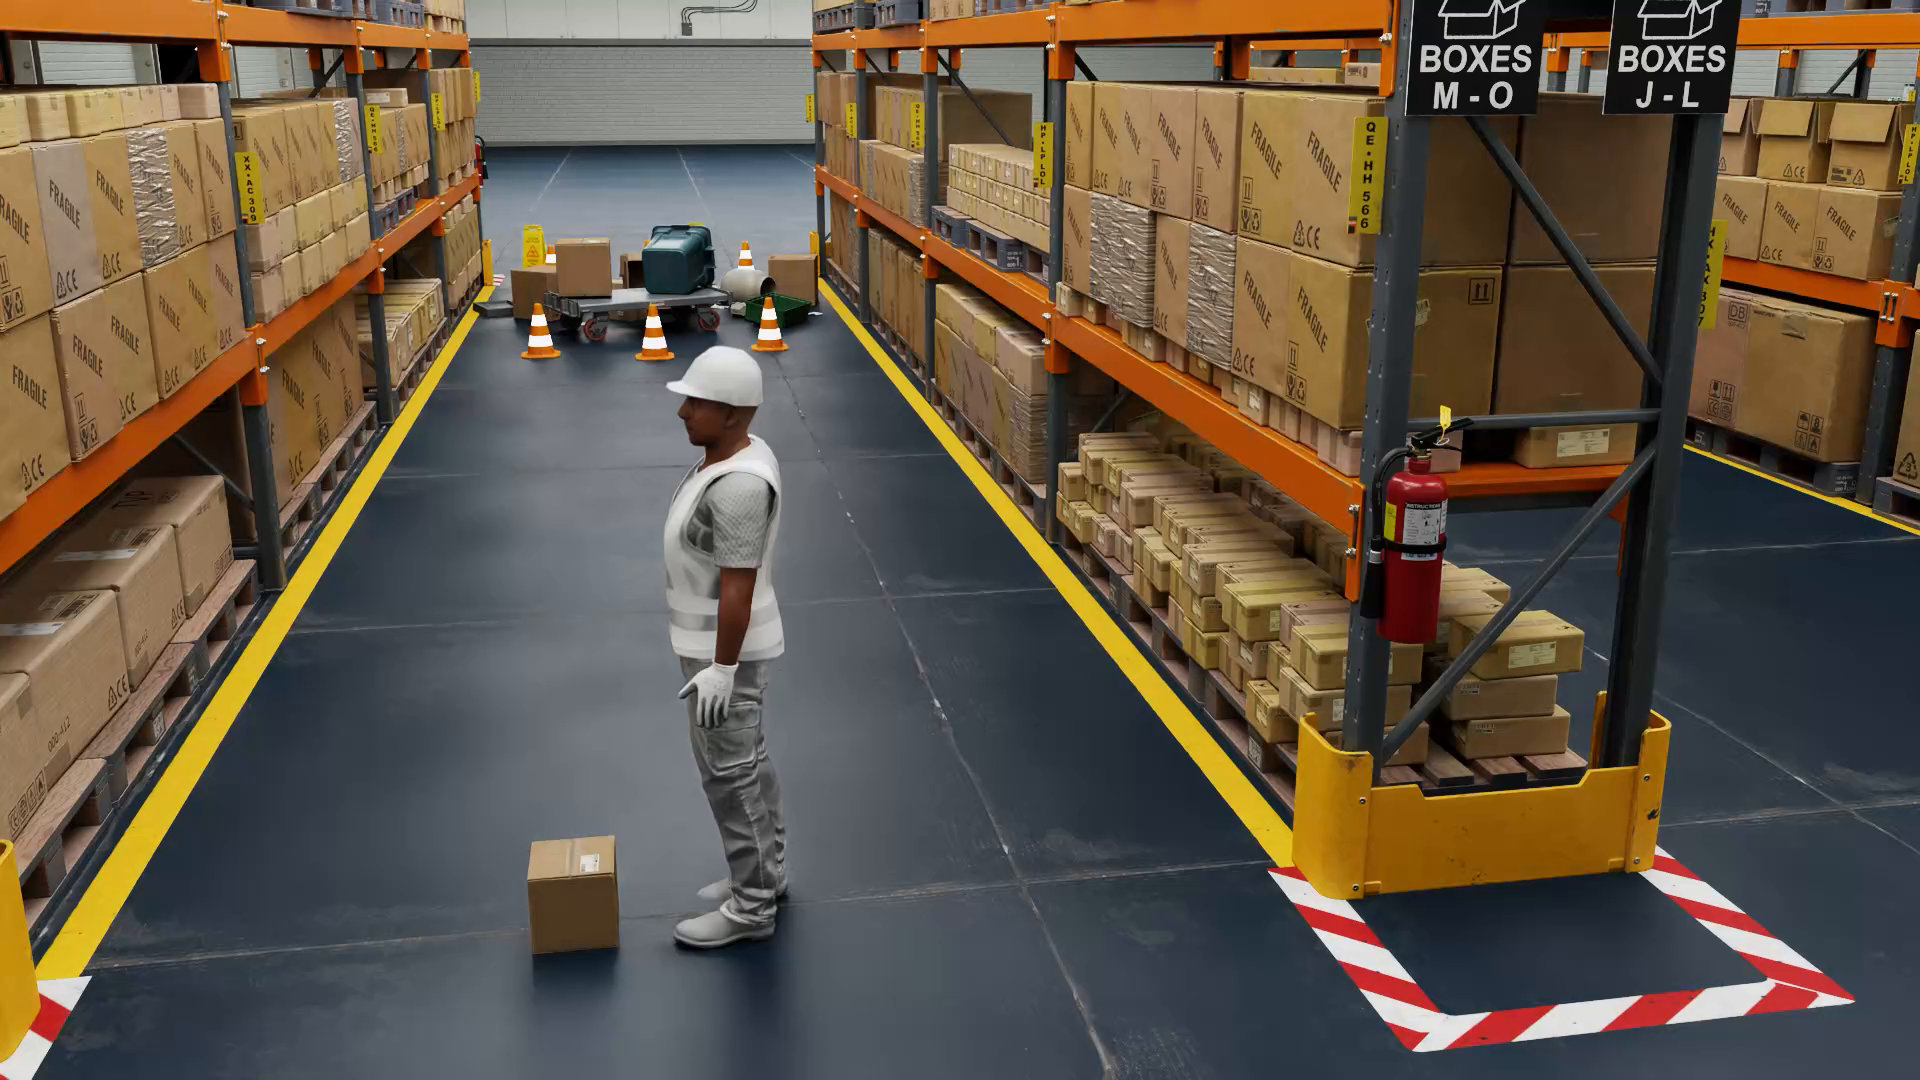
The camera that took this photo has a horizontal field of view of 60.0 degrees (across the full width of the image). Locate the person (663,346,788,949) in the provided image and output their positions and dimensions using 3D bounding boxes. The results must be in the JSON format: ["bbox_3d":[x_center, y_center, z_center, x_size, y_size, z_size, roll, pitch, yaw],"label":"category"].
[{"bbox_3d":[-0.696,0.336,4.898,0.374,1.822,0.550,-3,16,-9],"label":"person"}]
